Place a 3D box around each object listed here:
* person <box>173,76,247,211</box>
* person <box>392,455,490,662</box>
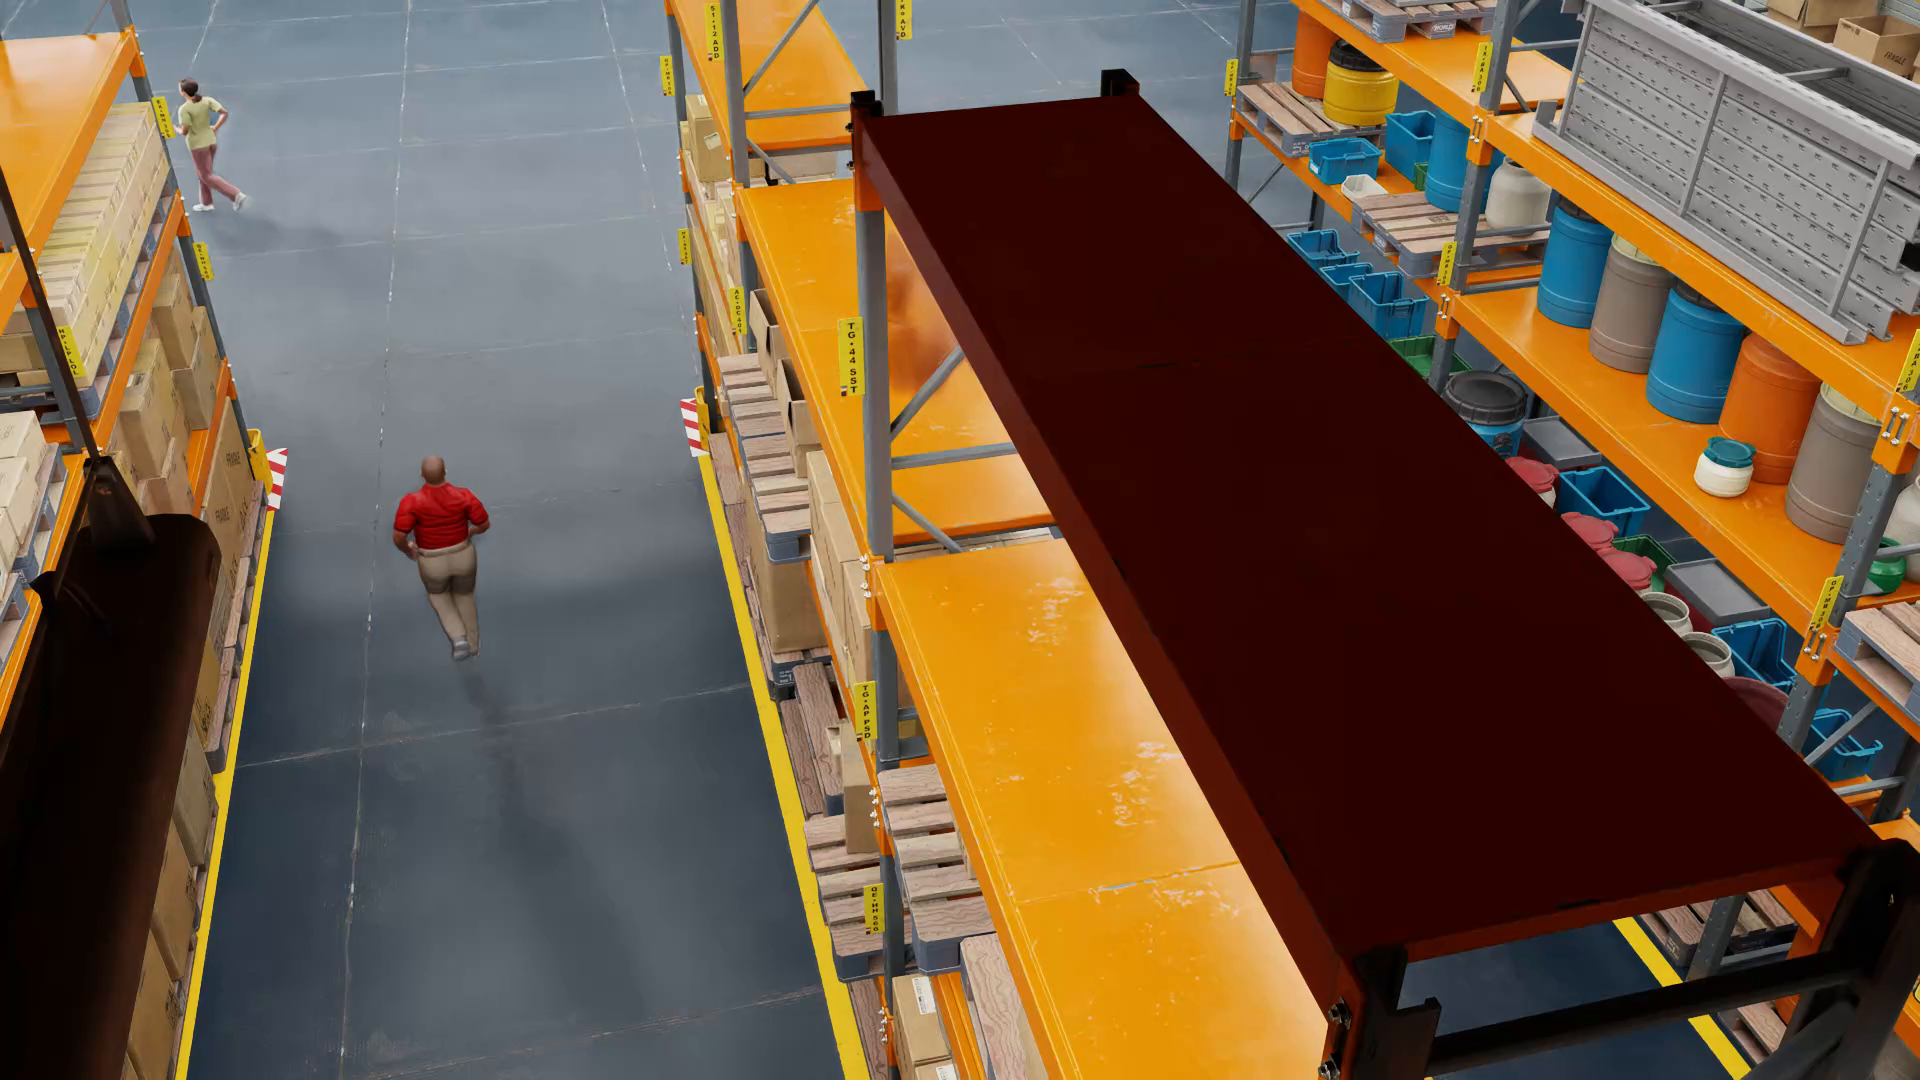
[{"bbox_3d":[-8.728,-4.534,19.244,0.928,1.675,0.579,13,37,19],"label":"person"},{"bbox_3d":[-3.681,0.124,11.928,0.666,1.717,0.466,-13,36,-18],"label":"person"}]
